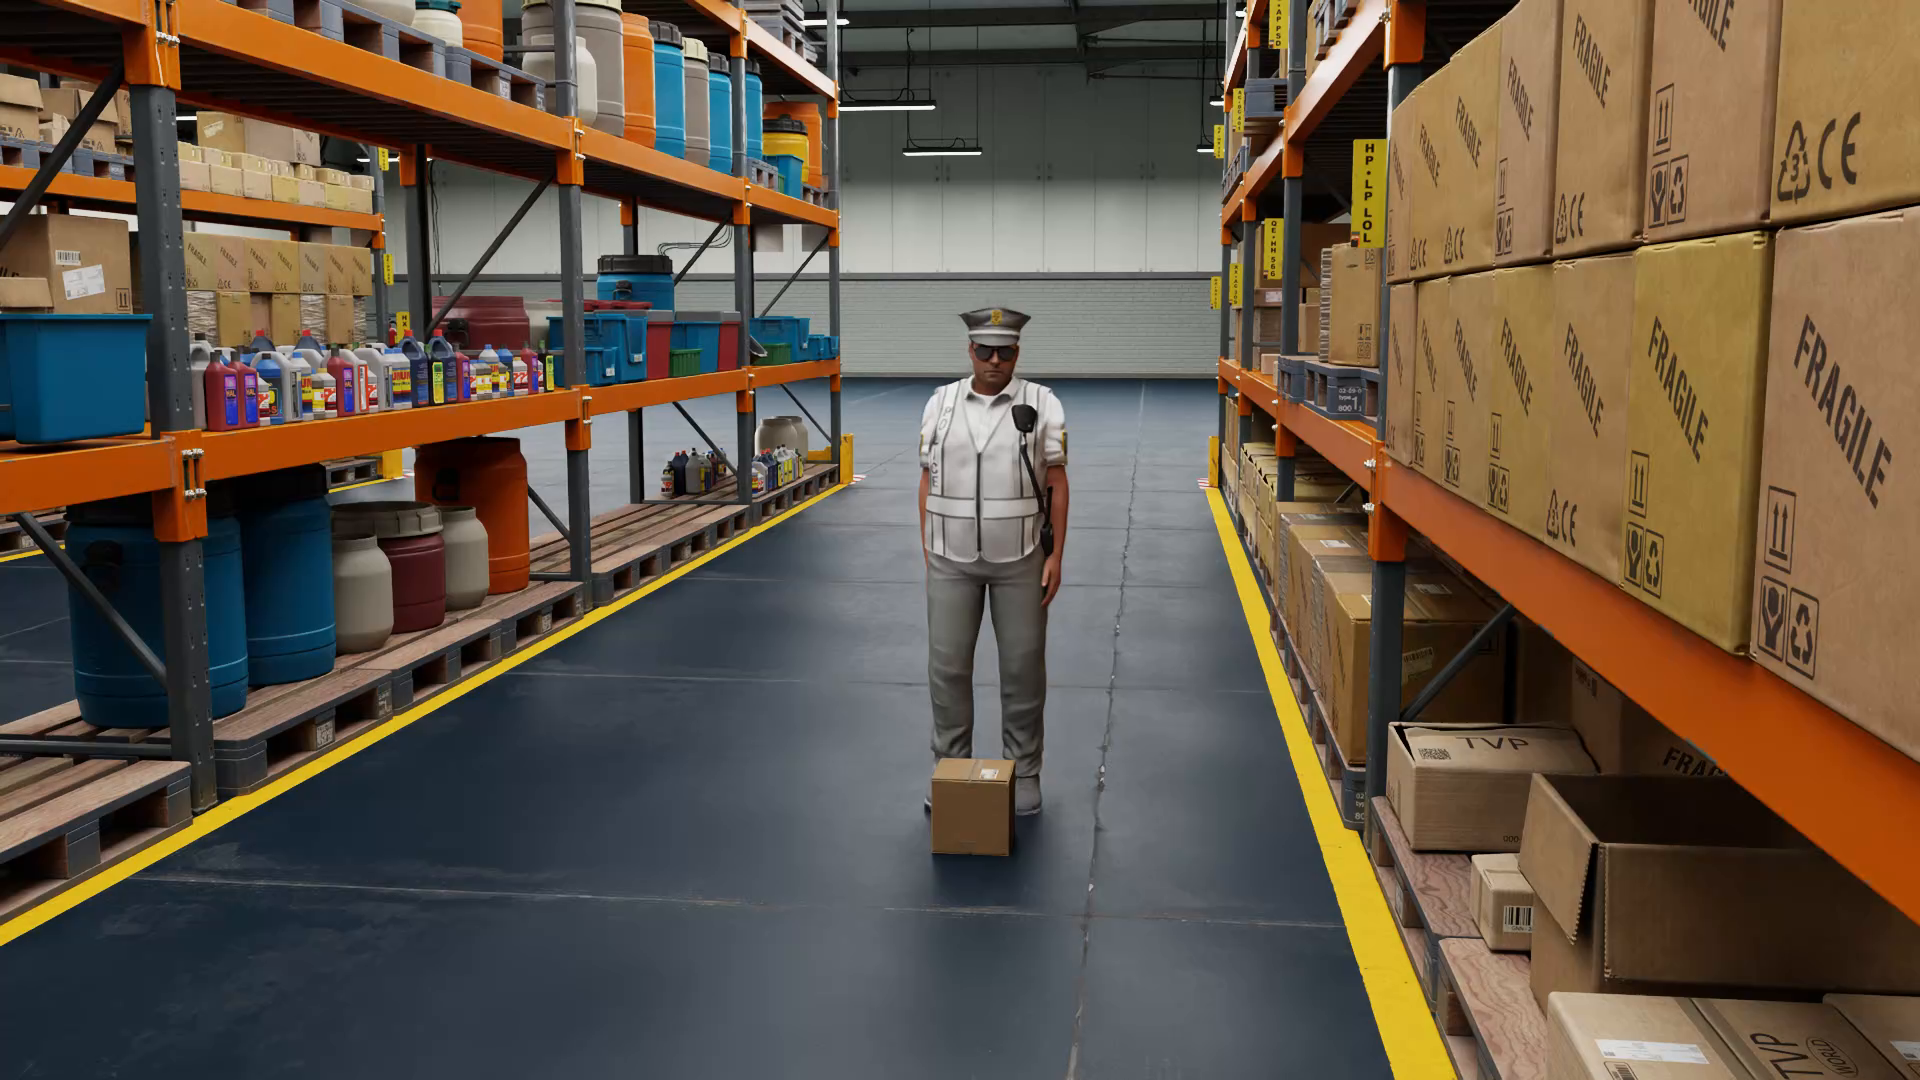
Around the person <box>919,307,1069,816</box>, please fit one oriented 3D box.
[{"bbox_3d":[0.112,0.074,5.798,0.529,1.756,0.393,1,8,7],"label":"person"}]
